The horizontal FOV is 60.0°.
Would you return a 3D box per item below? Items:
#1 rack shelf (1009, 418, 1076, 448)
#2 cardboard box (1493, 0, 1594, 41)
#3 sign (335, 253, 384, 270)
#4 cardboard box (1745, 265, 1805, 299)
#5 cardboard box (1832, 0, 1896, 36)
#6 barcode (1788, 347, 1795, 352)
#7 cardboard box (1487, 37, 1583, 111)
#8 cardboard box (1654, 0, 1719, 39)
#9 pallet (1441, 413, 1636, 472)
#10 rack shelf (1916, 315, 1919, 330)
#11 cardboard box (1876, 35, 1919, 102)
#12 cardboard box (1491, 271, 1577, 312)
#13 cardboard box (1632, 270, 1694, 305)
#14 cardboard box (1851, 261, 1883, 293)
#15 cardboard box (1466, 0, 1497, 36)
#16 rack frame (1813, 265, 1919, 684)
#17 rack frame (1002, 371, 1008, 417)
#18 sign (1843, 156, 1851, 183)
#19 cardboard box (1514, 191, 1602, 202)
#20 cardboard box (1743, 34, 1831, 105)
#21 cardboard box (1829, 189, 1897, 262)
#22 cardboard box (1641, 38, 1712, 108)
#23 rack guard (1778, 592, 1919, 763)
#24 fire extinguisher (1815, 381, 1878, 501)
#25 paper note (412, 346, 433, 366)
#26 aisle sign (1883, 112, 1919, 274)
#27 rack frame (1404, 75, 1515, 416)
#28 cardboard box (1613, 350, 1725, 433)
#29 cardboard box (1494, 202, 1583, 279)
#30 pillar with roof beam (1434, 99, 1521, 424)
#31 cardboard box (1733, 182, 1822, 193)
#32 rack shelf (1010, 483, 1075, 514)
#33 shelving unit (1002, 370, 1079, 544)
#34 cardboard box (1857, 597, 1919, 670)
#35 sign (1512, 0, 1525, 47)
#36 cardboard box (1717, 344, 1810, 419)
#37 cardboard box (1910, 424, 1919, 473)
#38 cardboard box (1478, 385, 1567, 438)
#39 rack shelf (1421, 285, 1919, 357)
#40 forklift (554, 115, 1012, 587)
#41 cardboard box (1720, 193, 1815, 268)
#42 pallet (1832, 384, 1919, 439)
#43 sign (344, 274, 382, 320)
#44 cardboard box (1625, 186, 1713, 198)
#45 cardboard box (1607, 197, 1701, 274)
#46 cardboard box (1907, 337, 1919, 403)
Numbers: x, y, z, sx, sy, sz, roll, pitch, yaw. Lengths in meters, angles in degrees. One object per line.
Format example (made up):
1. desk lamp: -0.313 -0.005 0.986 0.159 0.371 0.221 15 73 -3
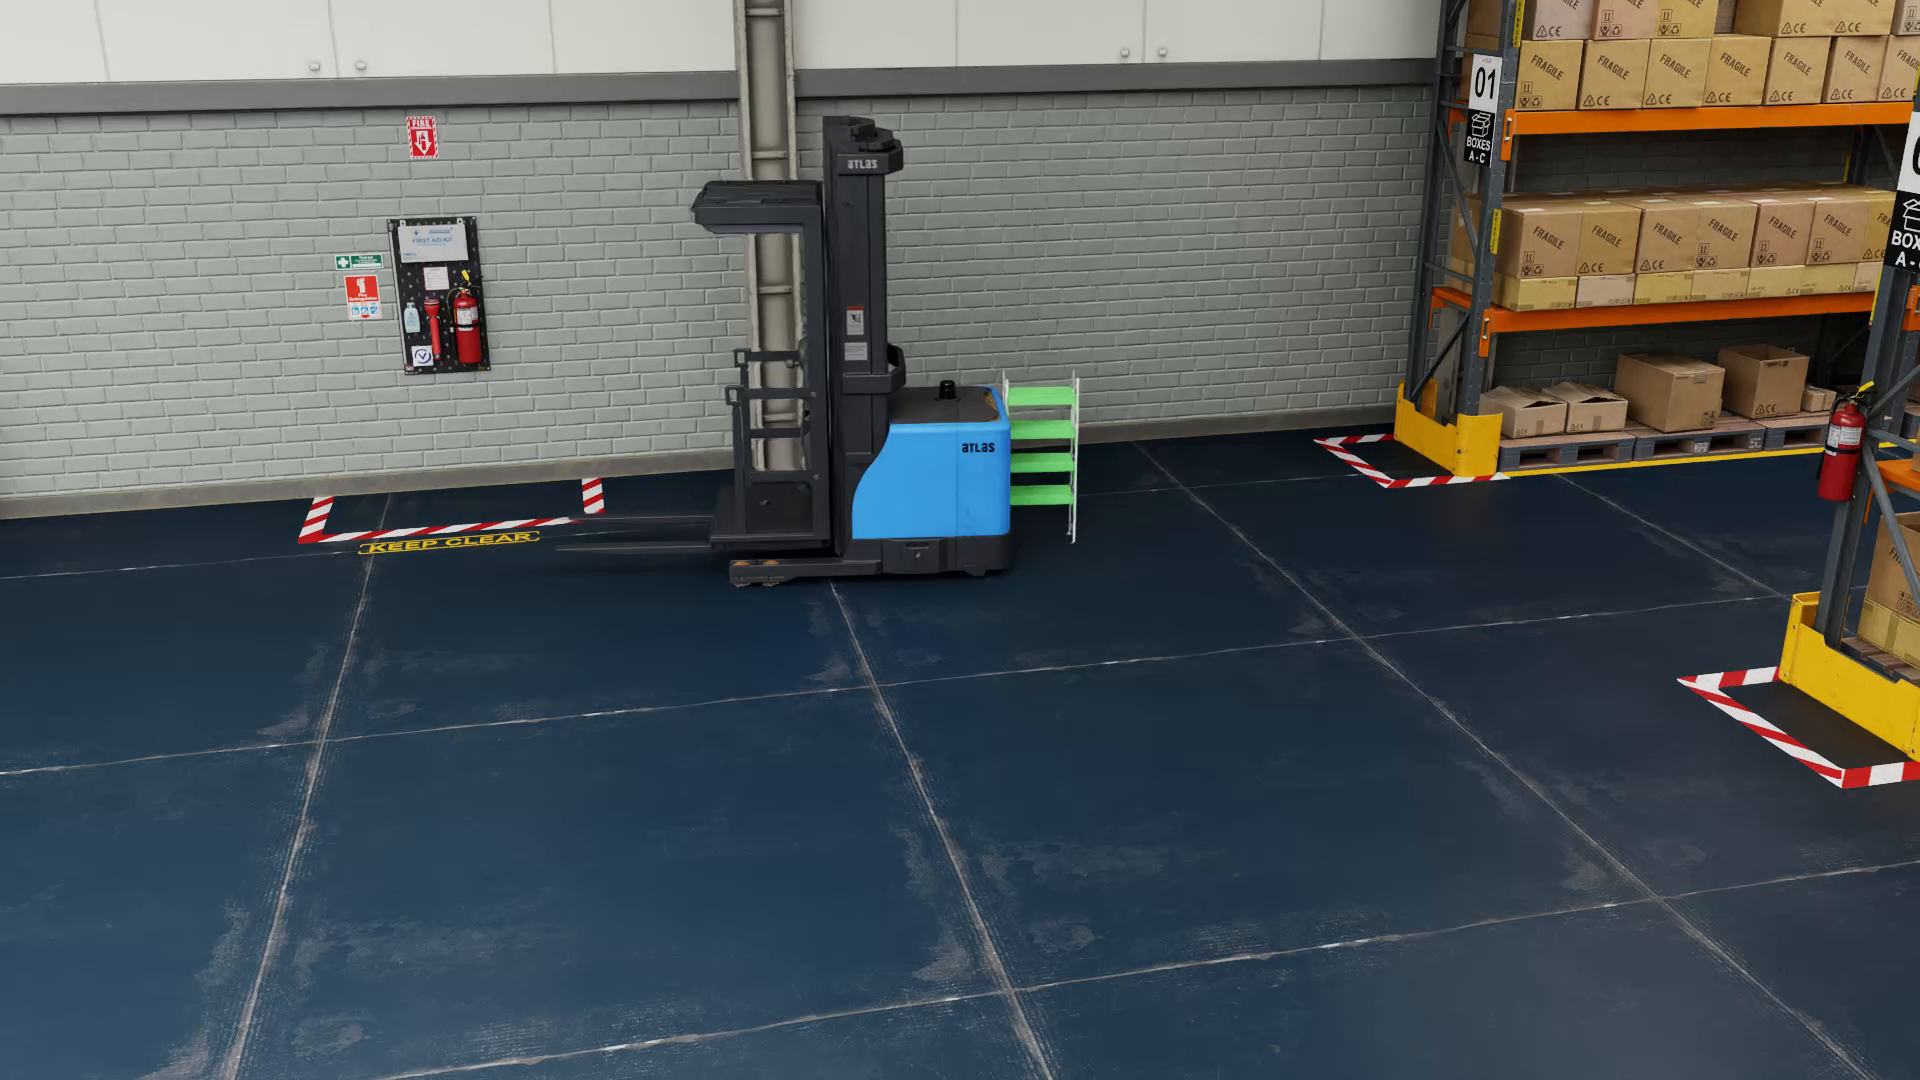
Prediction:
1. rack shelf: 0.554 -0.739 11.576 0.480 0.148 0.258 -1 20 -4
2. cardboard box: 4.344 -3.986 12.347 0.500 0.500 0.500 -6 21 -16
3. sign: -4.413 -2.044 12.211 0.331 0.109 0.001 -5 21 -12
4. cardboard box: 6.442 -2.138 13.479 0.500 0.250 0.500 -5 21 -13
5. cardboard box: 6.847 -4.176 12.865 0.500 0.500 0.500 -4 20 -10
6. barcode: 7.225 -1.640 14.460 0.075 0.075 0.001 -5 21 -12
7. cardboard box: 4.296 -3.510 12.501 0.500 0.500 0.500 -4 21 -11
8. cardboard box: 5.340 -4.053 12.530 0.500 0.500 0.500 -4 21 -11
9. pallet: 4.786 -0.852 13.833 1.213 0.211 1.003 -5 21 -12
10. rack shelf: 9.752 -2.240 14.614 4.000 0.370 1.077 -5 21 -12
11. cardboard box: 7.369 -3.761 13.186 0.500 0.500 0.500 -4 21 -11
12. cardboard box: 4.461 -1.974 13.032 0.500 0.250 0.500 -5 21 -14
13. cardboard box: 5.460 -2.058 13.262 0.500 0.250 0.500 -5 21 -13
14. cardboard box: 7.414 -2.219 13.702 0.500 0.250 0.500 -5 21 -12
15. cardboard box: 4.272 -4.159 12.818 0.500 0.500 0.500 -4 20 -10
16. rack frame: 5.056 -0.445 8.668 0.127 3.000 1.000 -5 21 -12
17. rack frame: 0.311 -0.568 11.620 0.015 1.200 0.240 -1 20 -4
18. sign: 7.674 -3.149 14.366 0.005 0.325 0.100 -5 21 -12
19. cardboard box: 4.815 -2.539 13.483 0.500 0.500 0.500 -4 21 -12
20. cardboard box: 6.345 -3.669 12.935 0.500 0.500 0.500 -5 21 -15
21. cardboard box: 7.417 -2.570 13.567 0.500 0.500 0.500 -5 21 -13
22. cardboard box: 5.331 -3.583 12.701 0.500 0.500 0.500 -4 20 -10
23. rack guard: 5.033 0.731 9.093 0.348 0.500 1.175 -5 21 -12
24. fire extinguisher: 4.835 -0.555 9.081 0.183 0.674 0.296 -5 21 -12
25. paper note: -4.046 -1.386 12.517 0.142 0.148 0.016 -5 21 -12
26. aisle sign: 4.925 -1.759 8.475 0.004 0.787 0.394 -5 21 -12
27. rack frame: 3.913 -2.103 13.194 0.127 3.000 1.000 -5 21 -12
28. cardboard box: 5.887 -1.247 13.852 0.500 0.500 0.700 -6 21 -16
29. cardboard box: 4.447 -2.331 12.916 0.500 0.500 0.500 -5 21 -12
30. pillar with roof beam: 5.386 -3.824 9.170 0.400 9.000 9.100 -5 21 -12
31. cardboard box: 6.796 -2.704 13.933 0.500 0.500 0.500 -5 21 -13
32. rack shelf: 0.554 -0.288 11.741 0.480 0.148 0.258 -1 20 -4
33. shelving unit: 0.554 -0.574 11.636 0.503 1.200 0.258 -1 20 -4
34. cardboard box: 5.510 0.508 9.455 0.500 0.250 0.500 -5 21 -12
35. sign: 4.038 -3.740 12.032 0.005 0.325 0.100 -5 21 -12
36. cardboard box: 6.805 -1.357 14.152 0.500 0.500 0.500 -6 21 -17
37. cardboard box: 5.514 -0.525 8.740 0.500 0.500 0.700 -5 21 -12
38. cardboard box: 4.607 -1.072 13.648 0.500 0.311 0.500 -7 21 -19
39. rack shelf: 5.859 -1.923 13.750 4.000 0.370 1.077 -5 21 -12
40. forklift: -1.197 -1.255 10.981 3.031 2.935 1.130 -1 20 -4
41. cardboard box: 6.440 -2.492 13.355 0.500 0.500 0.500 -5 21 -14
42. pallet: 8.563 -1.172 14.708 1.213 0.211 1.003 -5 21 -12
43. sign: -4.419 -1.798 12.309 0.234 0.329 0.001 -5 21 -12
44. cardboard box: 5.807 -2.621 13.708 0.500 0.500 0.500 -4 21 -12
45. cardboard box: 5.434 -2.406 13.120 0.500 0.500 0.500 -5 21 -14
46. cardboard box: 8.518 -1.516 14.587 0.500 0.500 0.700 -4 20 -11
